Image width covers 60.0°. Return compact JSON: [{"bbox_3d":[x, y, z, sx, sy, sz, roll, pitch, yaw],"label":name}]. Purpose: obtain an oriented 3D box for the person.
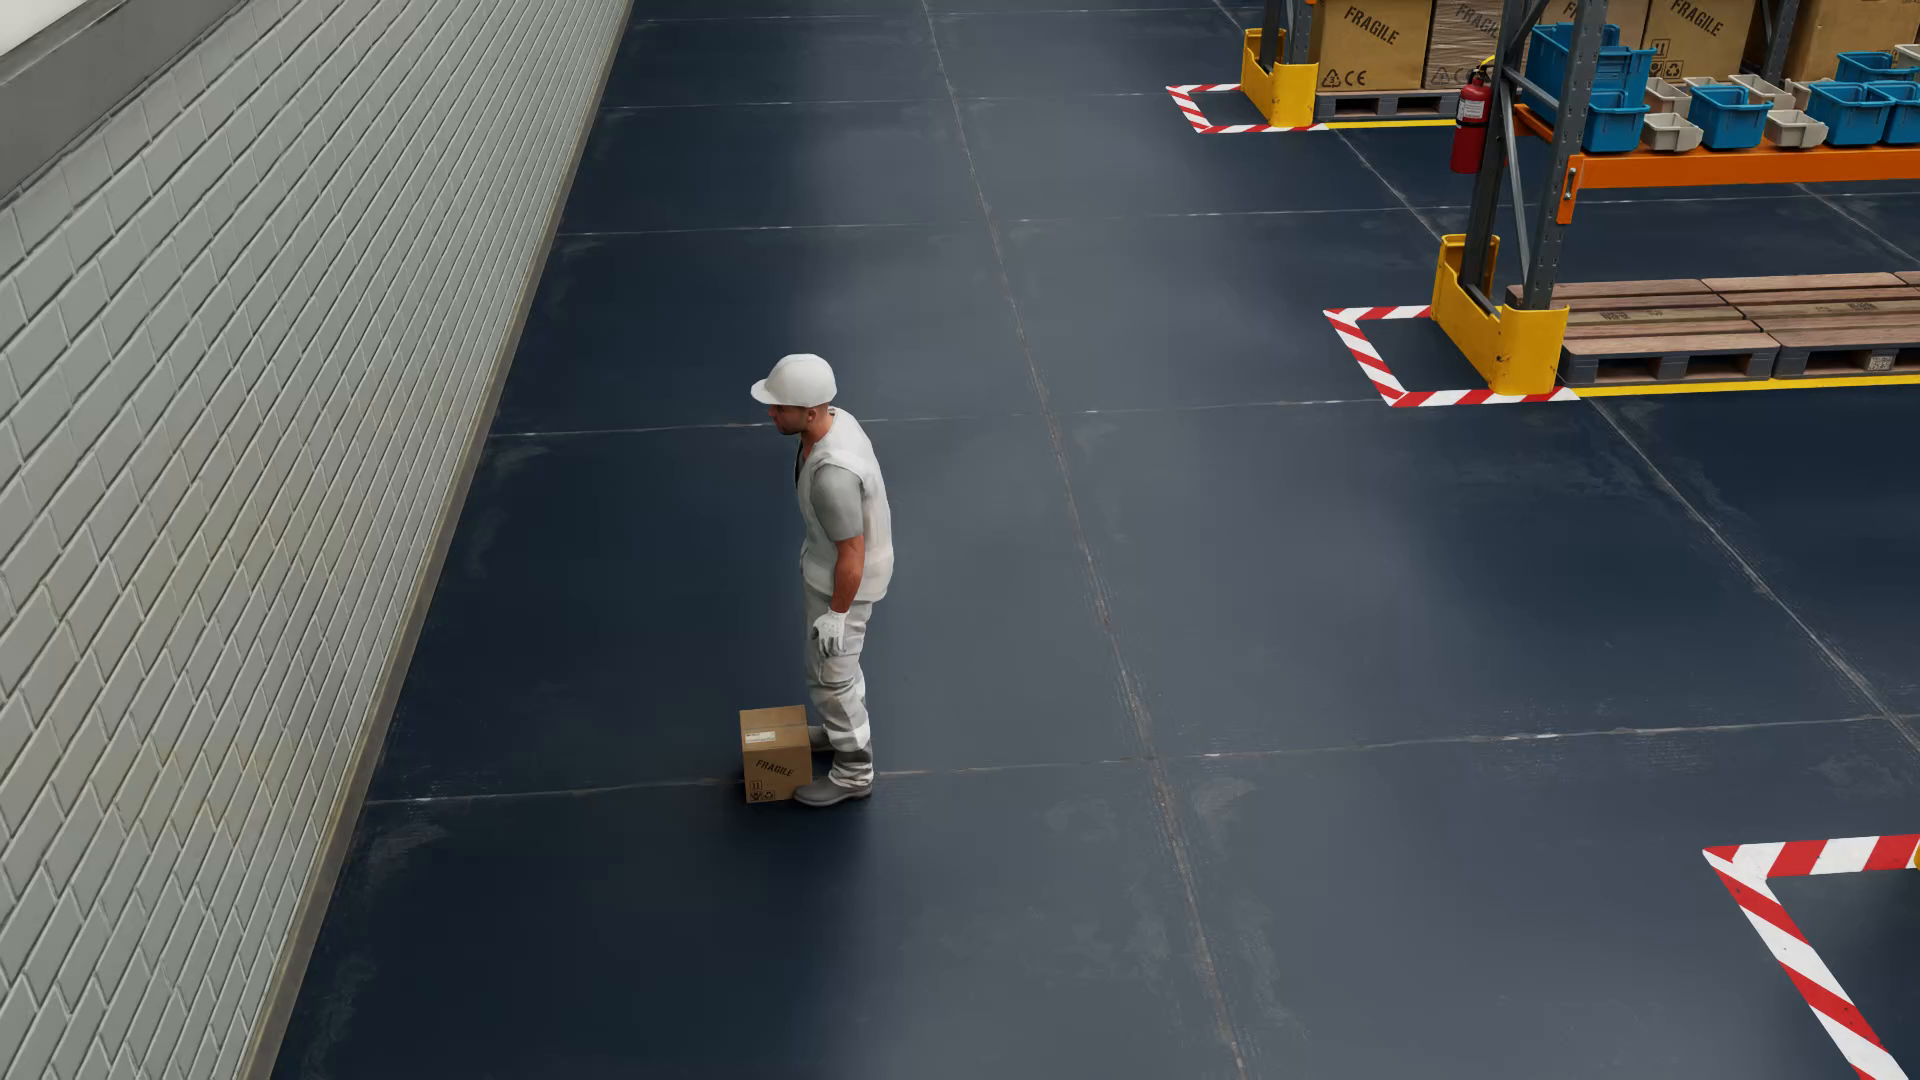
[{"bbox_3d":[-0.466,0.144,5.878,0.451,1.778,0.612,-4,31,-7],"label":"person"}]
